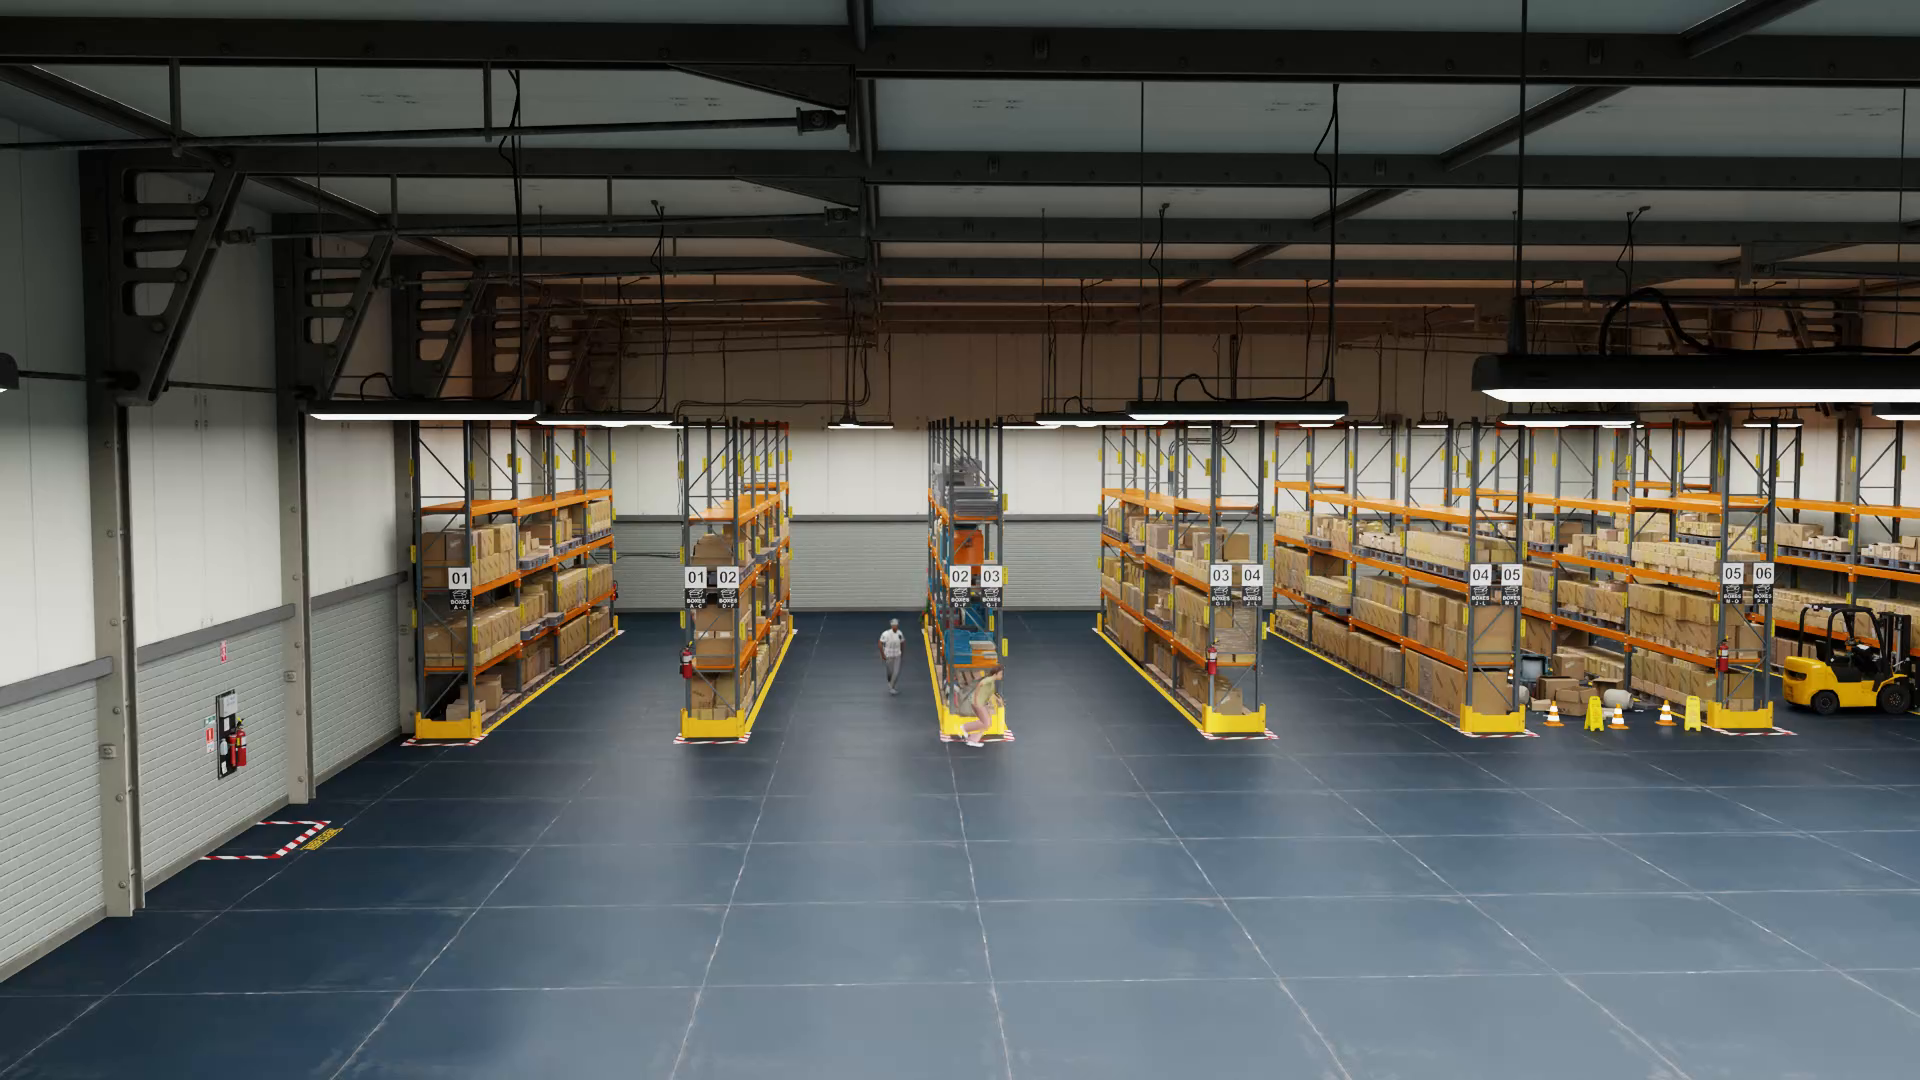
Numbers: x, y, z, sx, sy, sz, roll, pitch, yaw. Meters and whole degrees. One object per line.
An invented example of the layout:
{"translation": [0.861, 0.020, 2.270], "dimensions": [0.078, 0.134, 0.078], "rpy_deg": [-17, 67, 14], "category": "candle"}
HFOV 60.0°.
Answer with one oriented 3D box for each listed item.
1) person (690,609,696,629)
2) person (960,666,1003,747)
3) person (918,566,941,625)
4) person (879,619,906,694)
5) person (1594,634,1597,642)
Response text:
{"translation": [-6.722, 2.144, 43.313], "dimensions": [0.642, 1.515, 0.900], "rpy_deg": [-1, 4, -19], "category": "person"}
{"translation": [0.386, 3.021, 30.169], "dimensions": [0.789, 1.493, 0.599], "rpy_deg": [1, 4, 12], "category": "person"}
{"translation": [-0.749, 1.654, 48.733], "dimensions": [0.910, 1.820, 0.684], "rpy_deg": [1, 4, 10], "category": "person"}
{"translation": [-1.489, 2.534, 36.483], "dimensions": [0.622, 1.653, 0.558], "rpy_deg": [-1, 4, -14], "category": "person"}
{"translation": [17.115, 1.979, 45.180], "dimensions": [0.547, 1.564, 0.604], "rpy_deg": [-1, 4, -19], "category": "person"}
